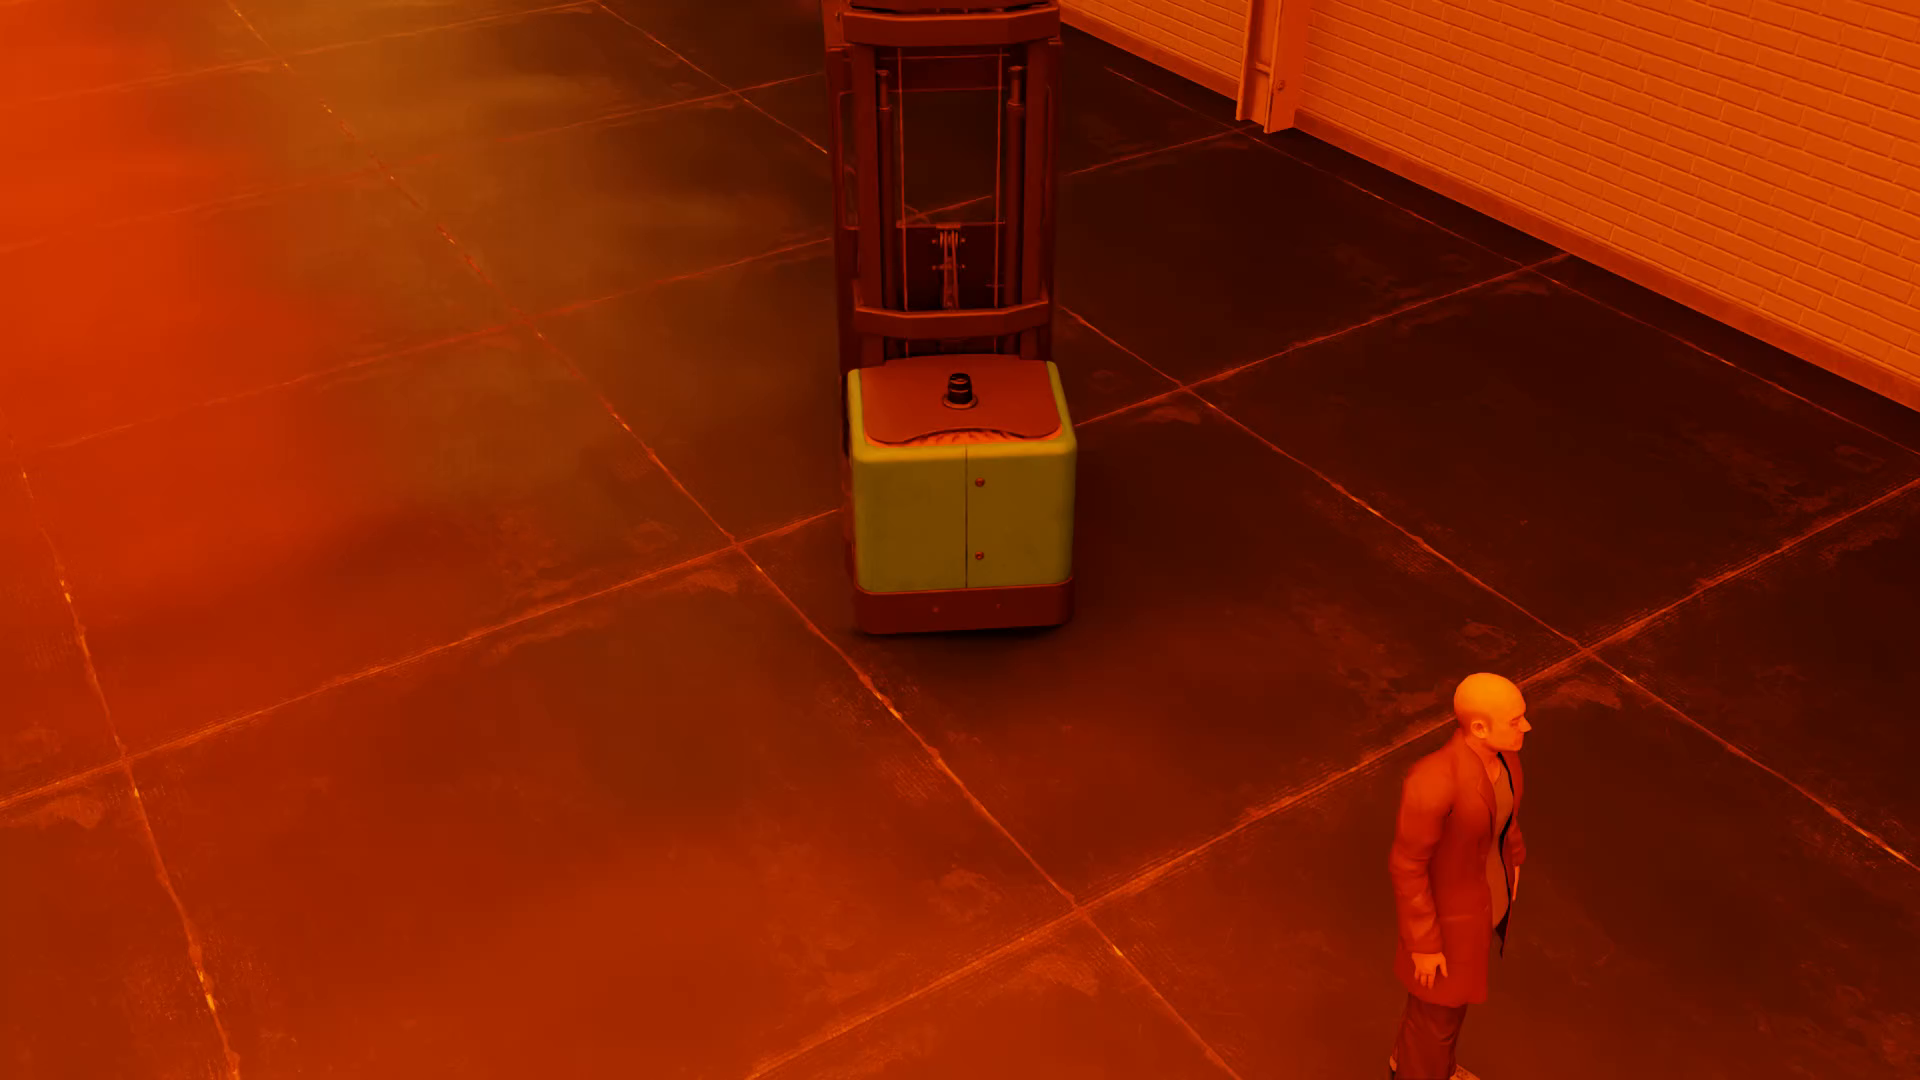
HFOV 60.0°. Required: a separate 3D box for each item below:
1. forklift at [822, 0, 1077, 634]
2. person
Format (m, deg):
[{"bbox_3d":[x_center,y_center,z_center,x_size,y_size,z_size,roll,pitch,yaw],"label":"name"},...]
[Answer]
[{"bbox_3d":[-0.097,-1.578,8.393,1.130,2.935,3.031,-3,35,-4],"label":"forklift"},{"bbox_3d":[1.697,1.226,5.394,0.580,1.777,0.698,27,43,33],"label":"person"}]
